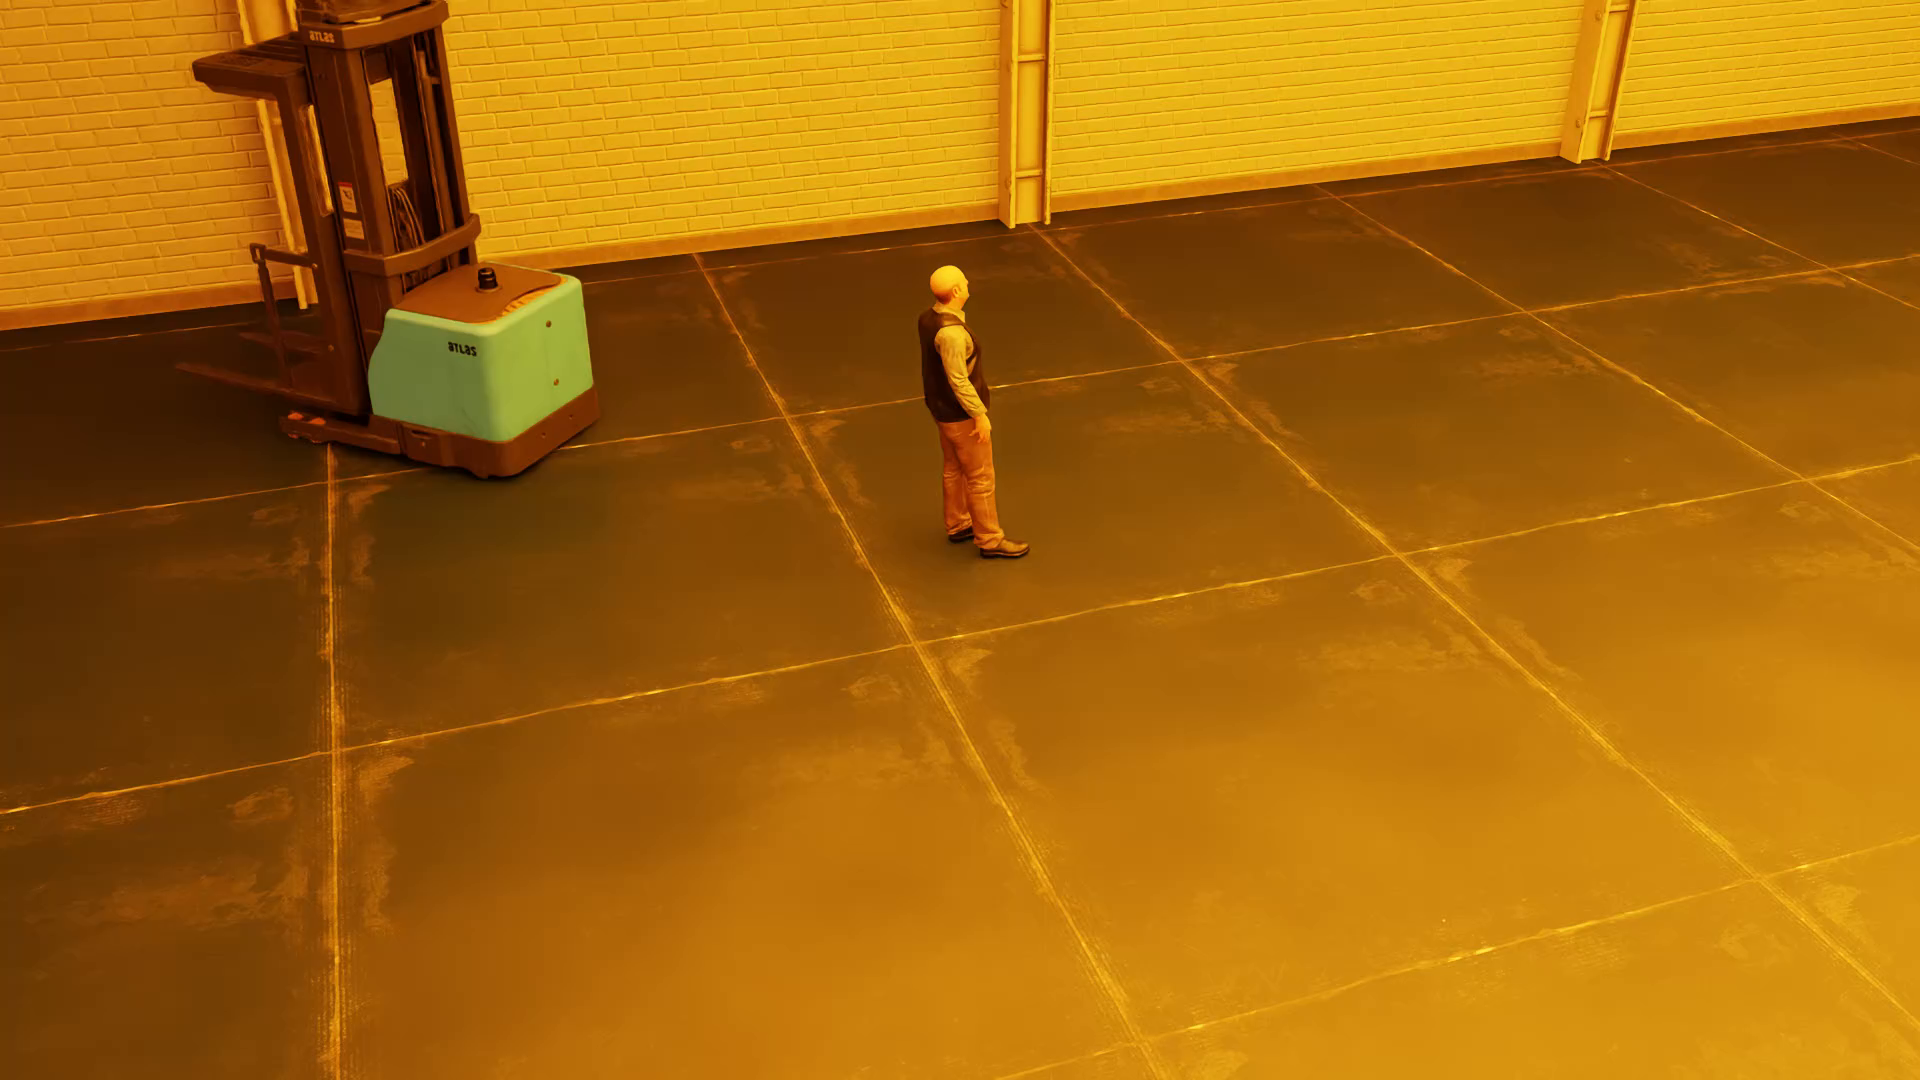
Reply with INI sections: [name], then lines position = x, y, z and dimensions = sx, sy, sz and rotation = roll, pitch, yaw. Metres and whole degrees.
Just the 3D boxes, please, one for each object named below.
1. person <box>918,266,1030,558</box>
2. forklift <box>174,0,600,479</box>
[person]
position = 0.061, -0.758, 9.603
dimensions = 0.568, 1.720, 0.632
rotation = -10, 31, -16
[forklift]
position = -4.021, -2.143, 10.812
dimensions = 3.031, 2.935, 1.130
rotation = 13, 32, 21
